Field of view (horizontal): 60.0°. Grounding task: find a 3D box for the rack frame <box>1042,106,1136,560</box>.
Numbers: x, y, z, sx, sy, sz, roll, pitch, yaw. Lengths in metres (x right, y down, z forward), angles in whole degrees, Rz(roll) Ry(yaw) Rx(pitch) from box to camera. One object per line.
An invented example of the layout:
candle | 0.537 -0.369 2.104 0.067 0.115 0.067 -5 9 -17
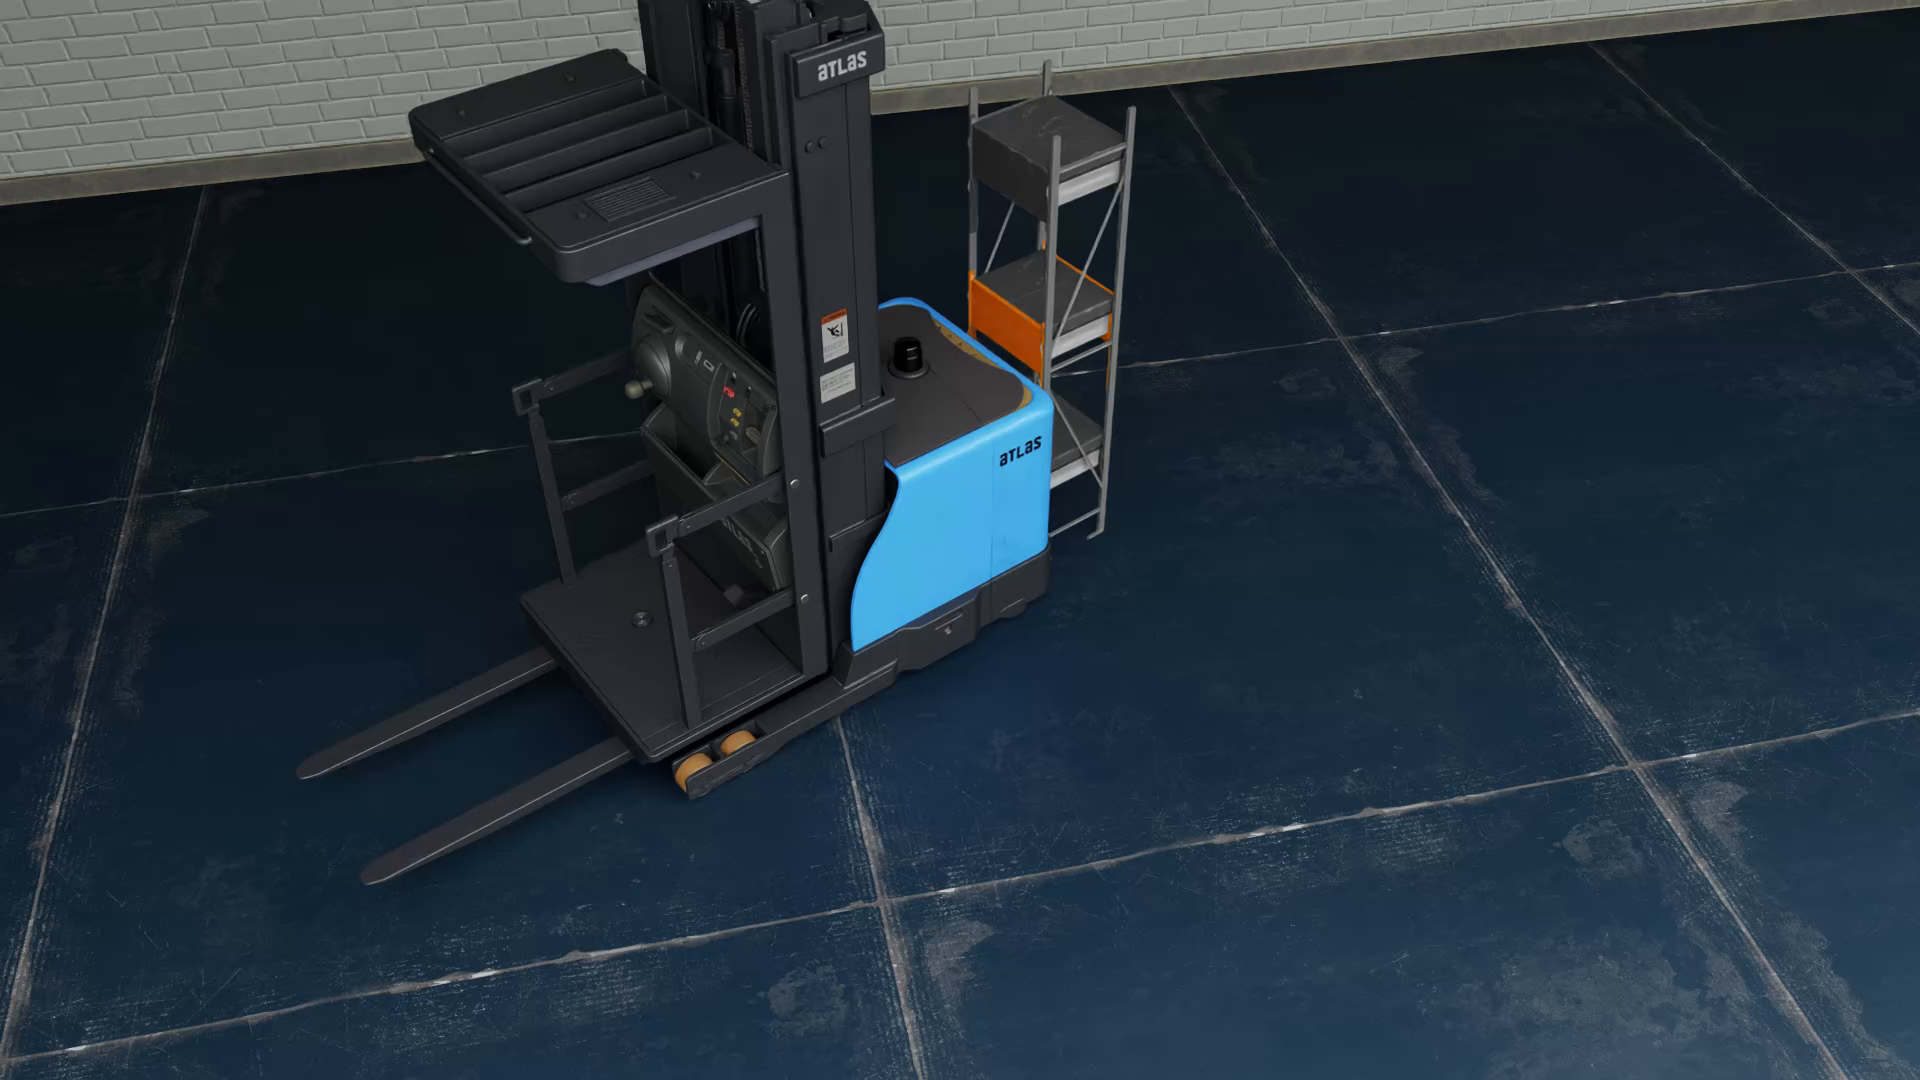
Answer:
rack frame | 0.493 -0.747 6.792 0.400 2.100 0.015 -27 48 -27

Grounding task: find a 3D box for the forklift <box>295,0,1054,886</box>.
forklift | -1.090 -0.507 5.895 3.031 2.935 1.130 -27 48 -27

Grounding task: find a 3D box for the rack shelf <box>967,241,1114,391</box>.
rack shelf | 0.344 -0.865 6.945 0.431 0.518 0.480 -27 48 -27

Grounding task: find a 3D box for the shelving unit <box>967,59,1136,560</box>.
shelving unit | 0.344 -0.875 6.936 0.431 2.100 0.503 -27 48 -27

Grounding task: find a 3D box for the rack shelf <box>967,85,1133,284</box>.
rack shelf | 0.344 -1.389 6.481 0.431 0.518 0.480 -27 48 -27

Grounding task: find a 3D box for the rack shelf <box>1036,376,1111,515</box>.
rack shelf | 0.344 -0.342 7.410 0.431 0.518 0.480 -27 48 -27

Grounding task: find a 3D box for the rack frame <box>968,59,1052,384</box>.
rack frame | 0.195 -1.004 7.081 0.400 2.100 0.015 -27 48 -27
